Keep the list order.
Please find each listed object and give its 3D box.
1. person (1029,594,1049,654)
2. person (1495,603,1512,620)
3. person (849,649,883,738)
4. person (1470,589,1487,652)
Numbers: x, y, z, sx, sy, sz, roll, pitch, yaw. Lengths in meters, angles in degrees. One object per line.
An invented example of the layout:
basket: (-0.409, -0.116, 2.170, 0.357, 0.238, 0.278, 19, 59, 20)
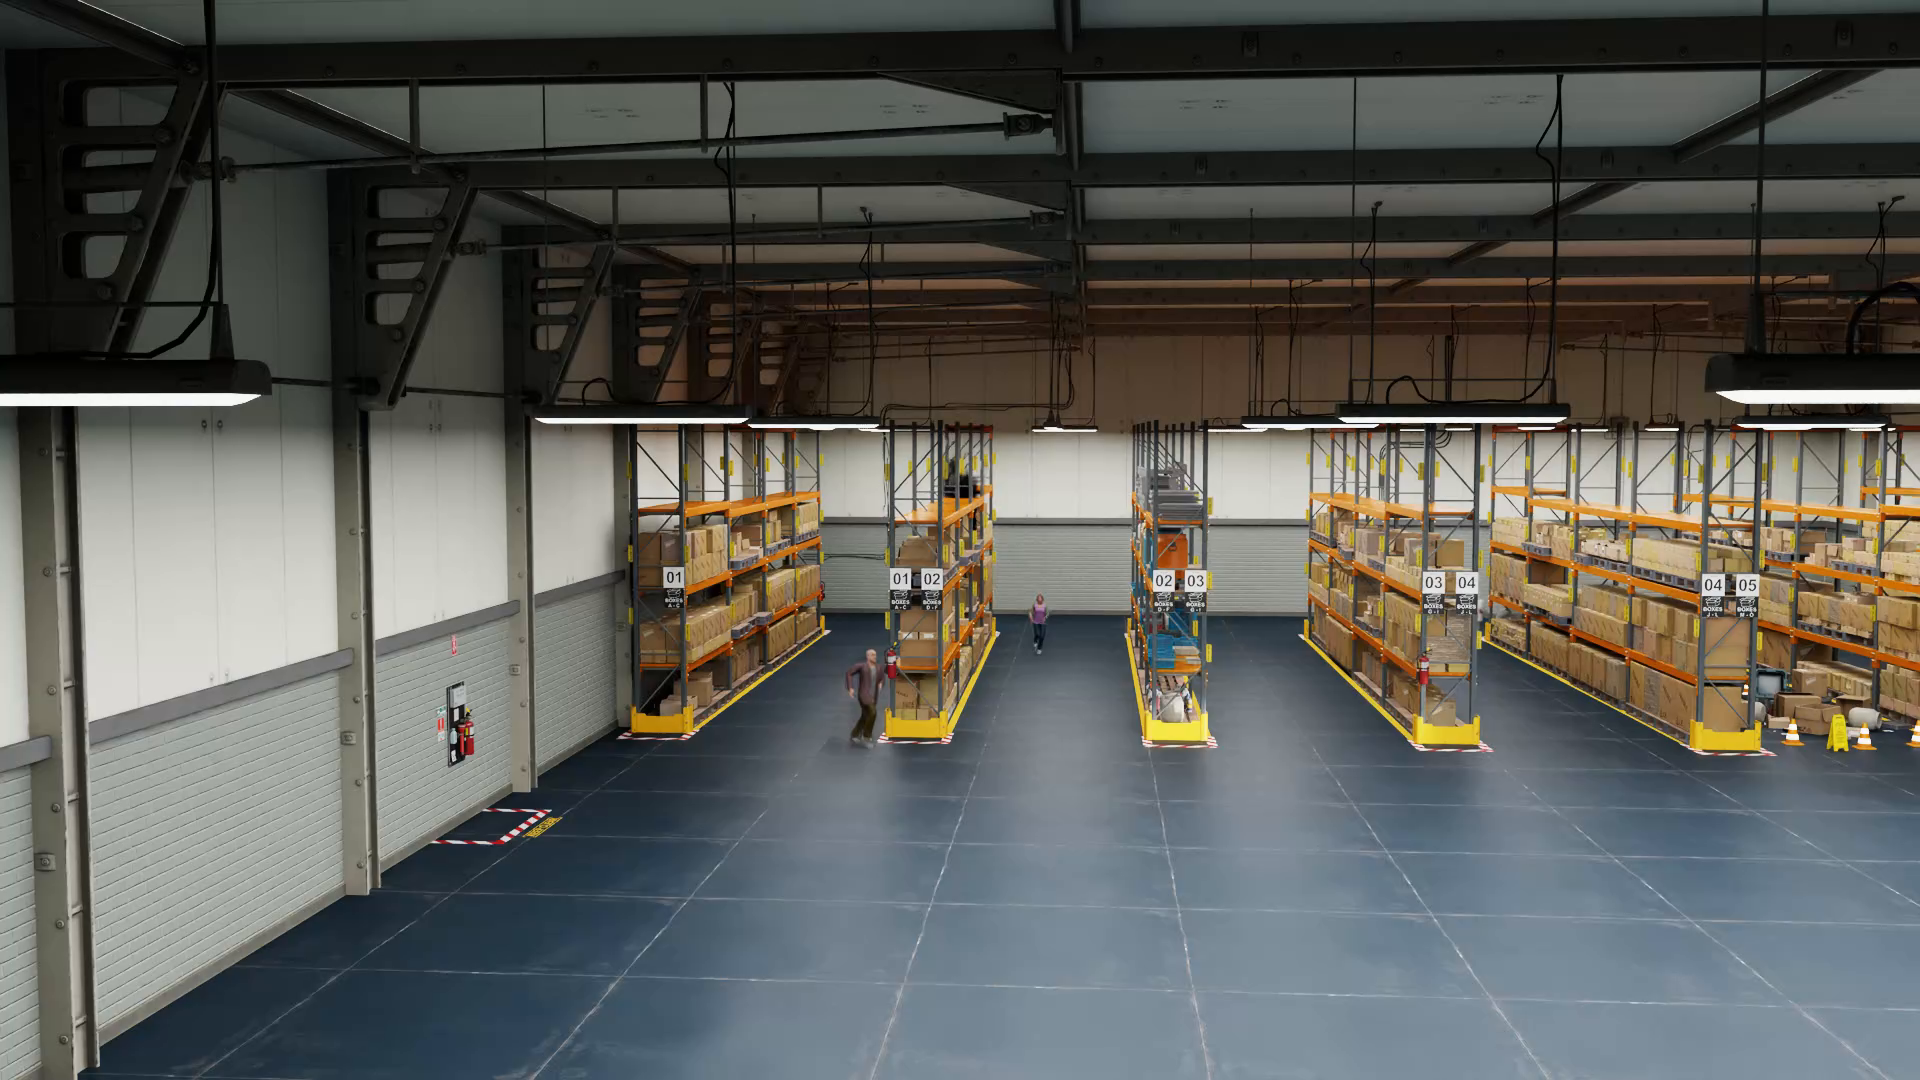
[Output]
person: (2.073, 2.198, 43.365, 0.525, 1.557, 0.529, 0, 4, -4)
person: (15.537, 1.909, 47.629, 0.724, 1.621, 0.917, 1, 4, 20)
person: (-1.677, 2.848, 30.625, 0.677, 1.652, 0.725, -3, 5, -41)
person: (13.289, 2.123, 43.007, 0.626, 1.832, 0.754, 0, 4, 0)
